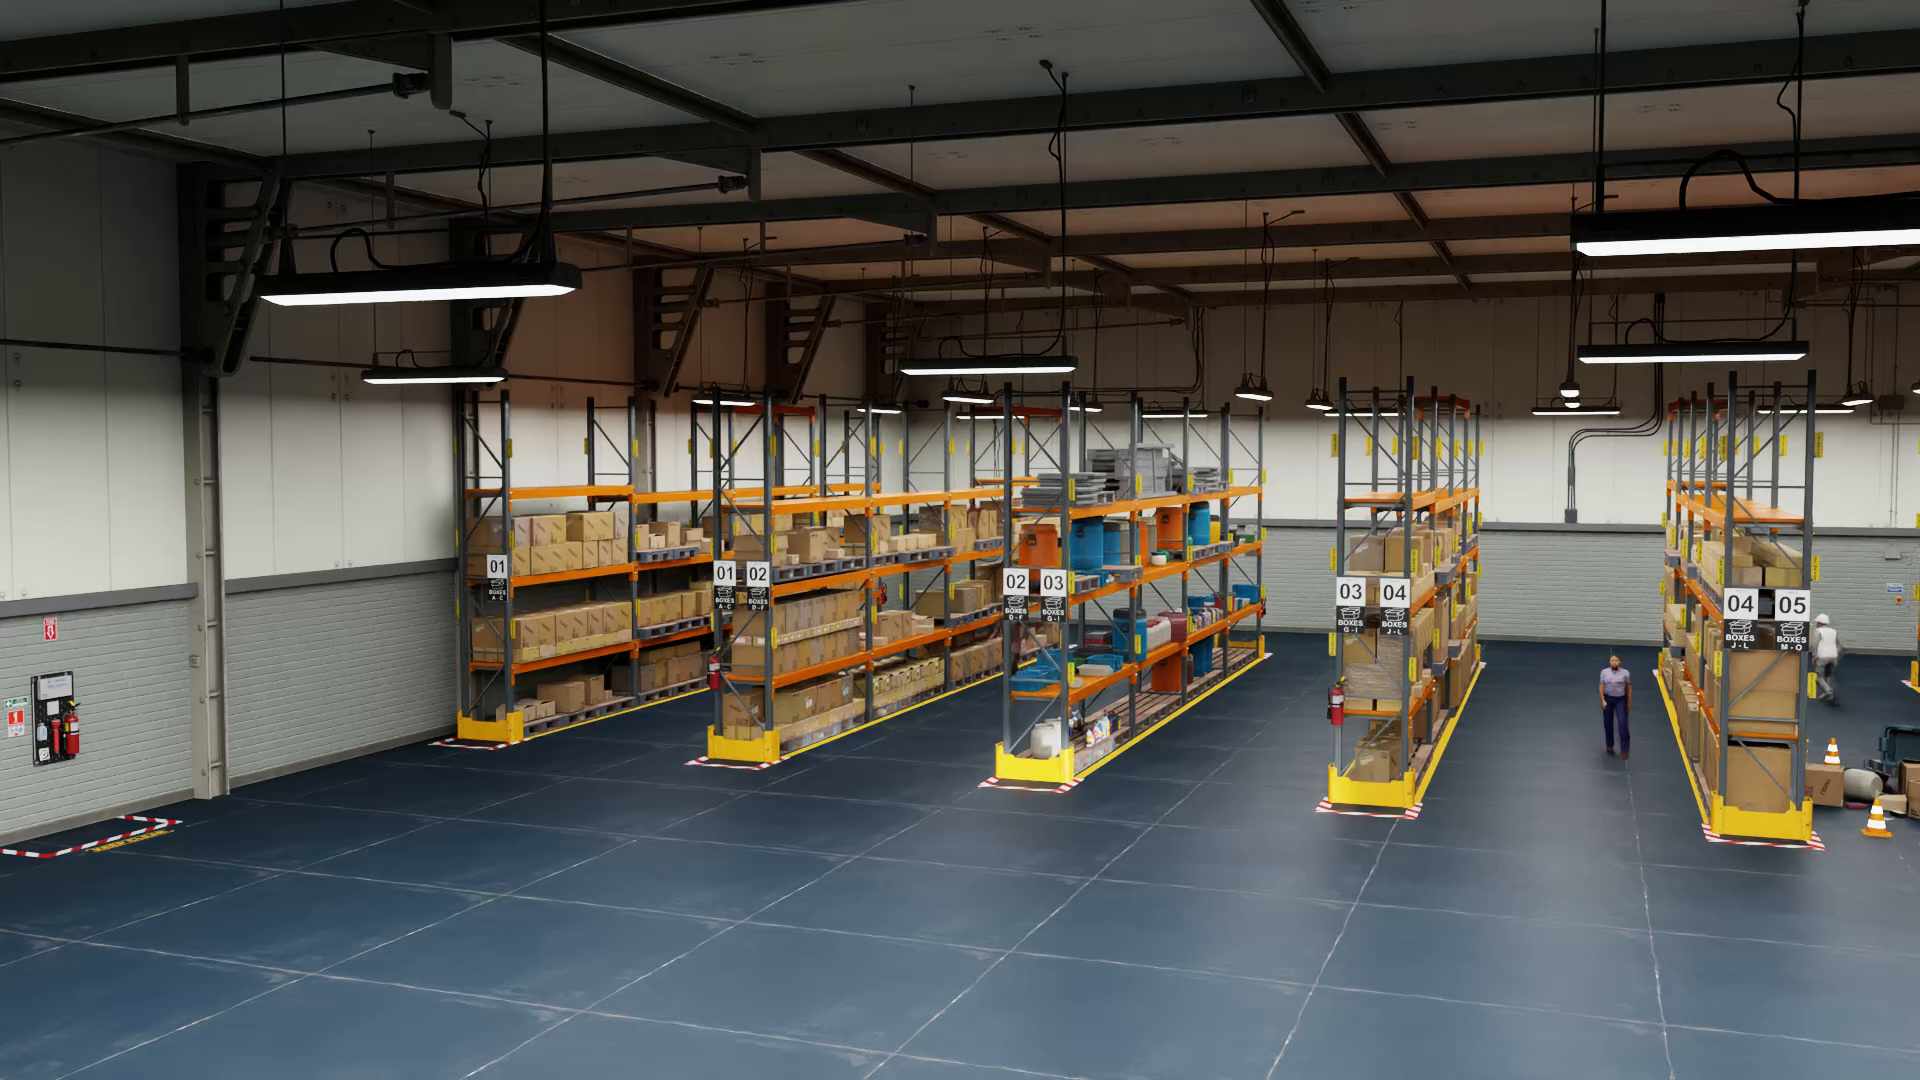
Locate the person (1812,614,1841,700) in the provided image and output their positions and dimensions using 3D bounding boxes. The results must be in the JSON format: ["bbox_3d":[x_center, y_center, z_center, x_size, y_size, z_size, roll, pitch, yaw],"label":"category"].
[{"bbox_3d":[17.249,2.339,33.029,0.641,1.684,0.767,0,3,1],"label":"person"}]

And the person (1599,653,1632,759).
[{"bbox_3d":[10.699,2.695,27.152,0.528,1.673,0.643,2,4,32],"label":"person"}]

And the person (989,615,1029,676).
[{"bbox_3d":[1.017,2.230,34.583,0.704,1.831,0.869,2,4,33],"label":"person"}]
